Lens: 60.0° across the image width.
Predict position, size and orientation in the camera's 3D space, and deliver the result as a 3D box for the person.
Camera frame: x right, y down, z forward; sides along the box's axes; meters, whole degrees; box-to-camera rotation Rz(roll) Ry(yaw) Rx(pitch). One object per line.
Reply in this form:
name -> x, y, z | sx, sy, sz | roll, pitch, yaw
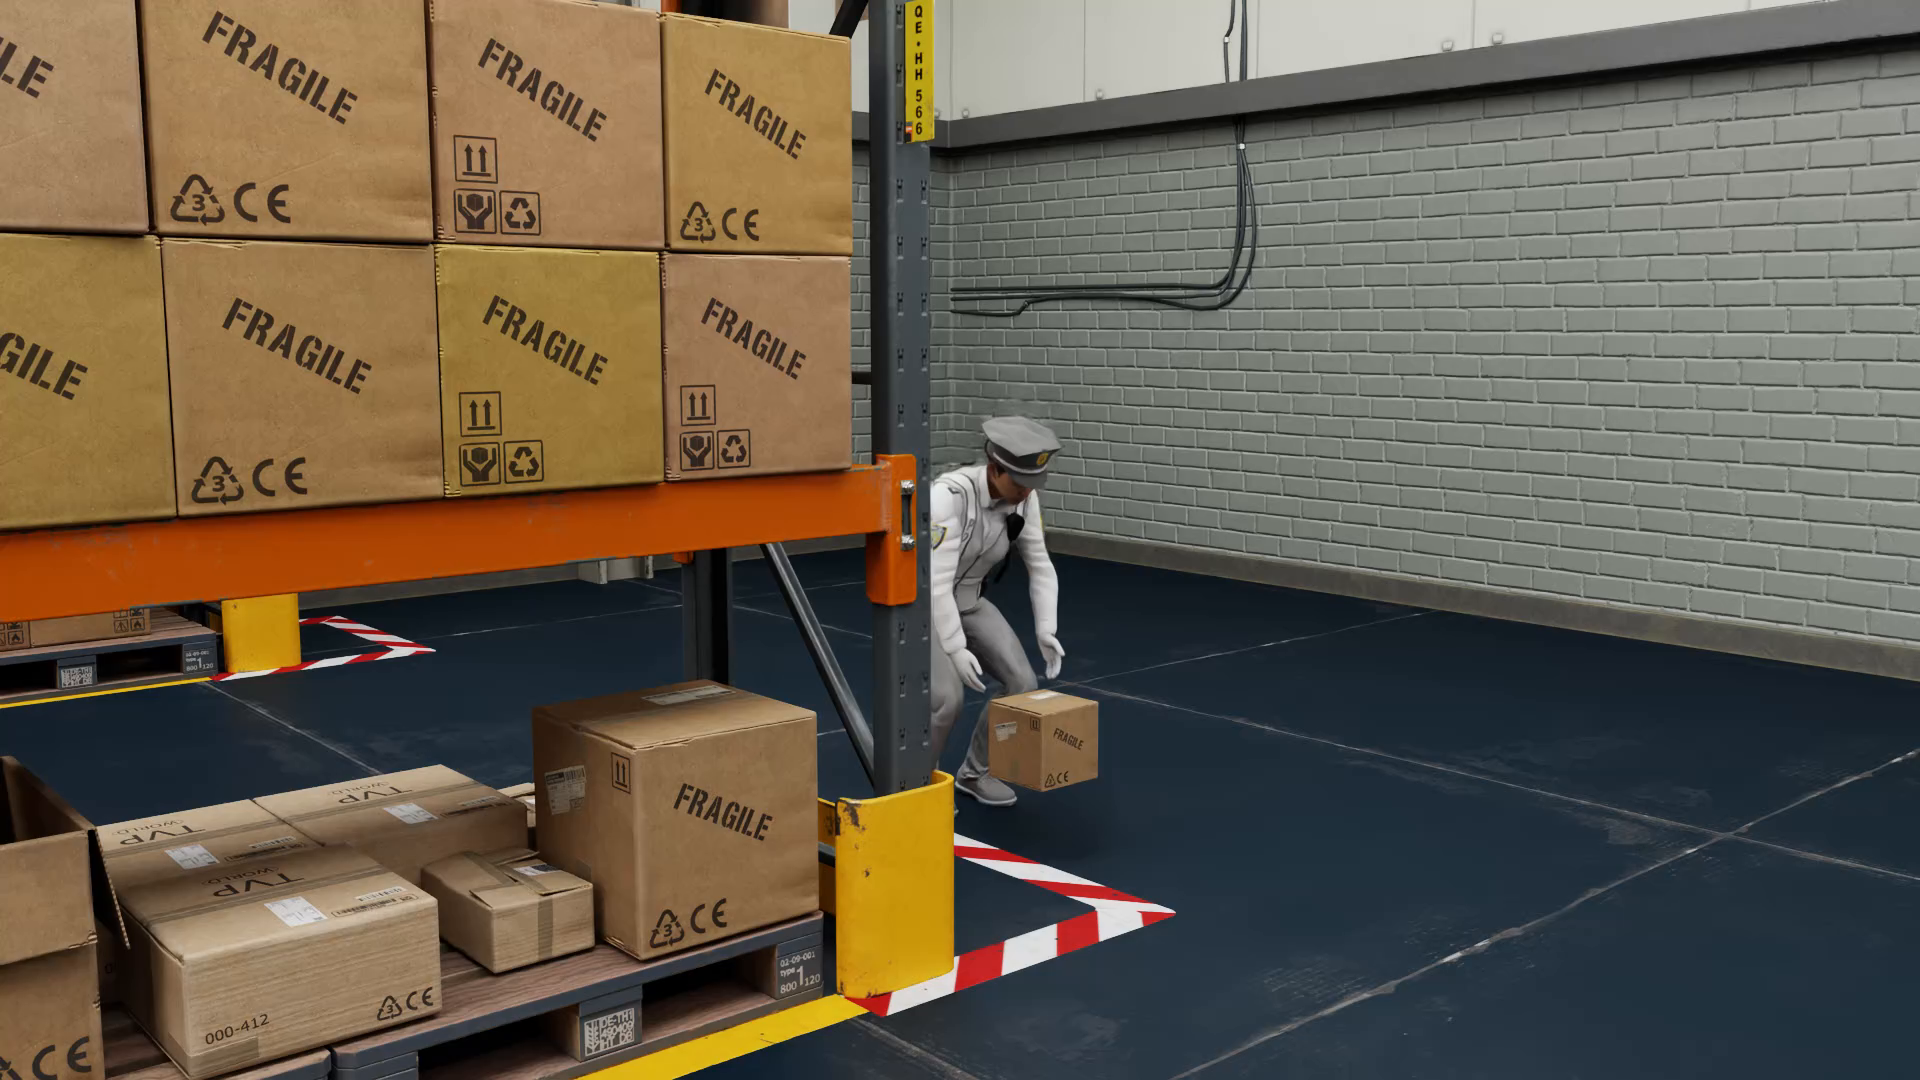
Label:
person -> 0.059, 0.251, 5.622 | 0.535, 1.349, 0.723 | -5, 9, -34
